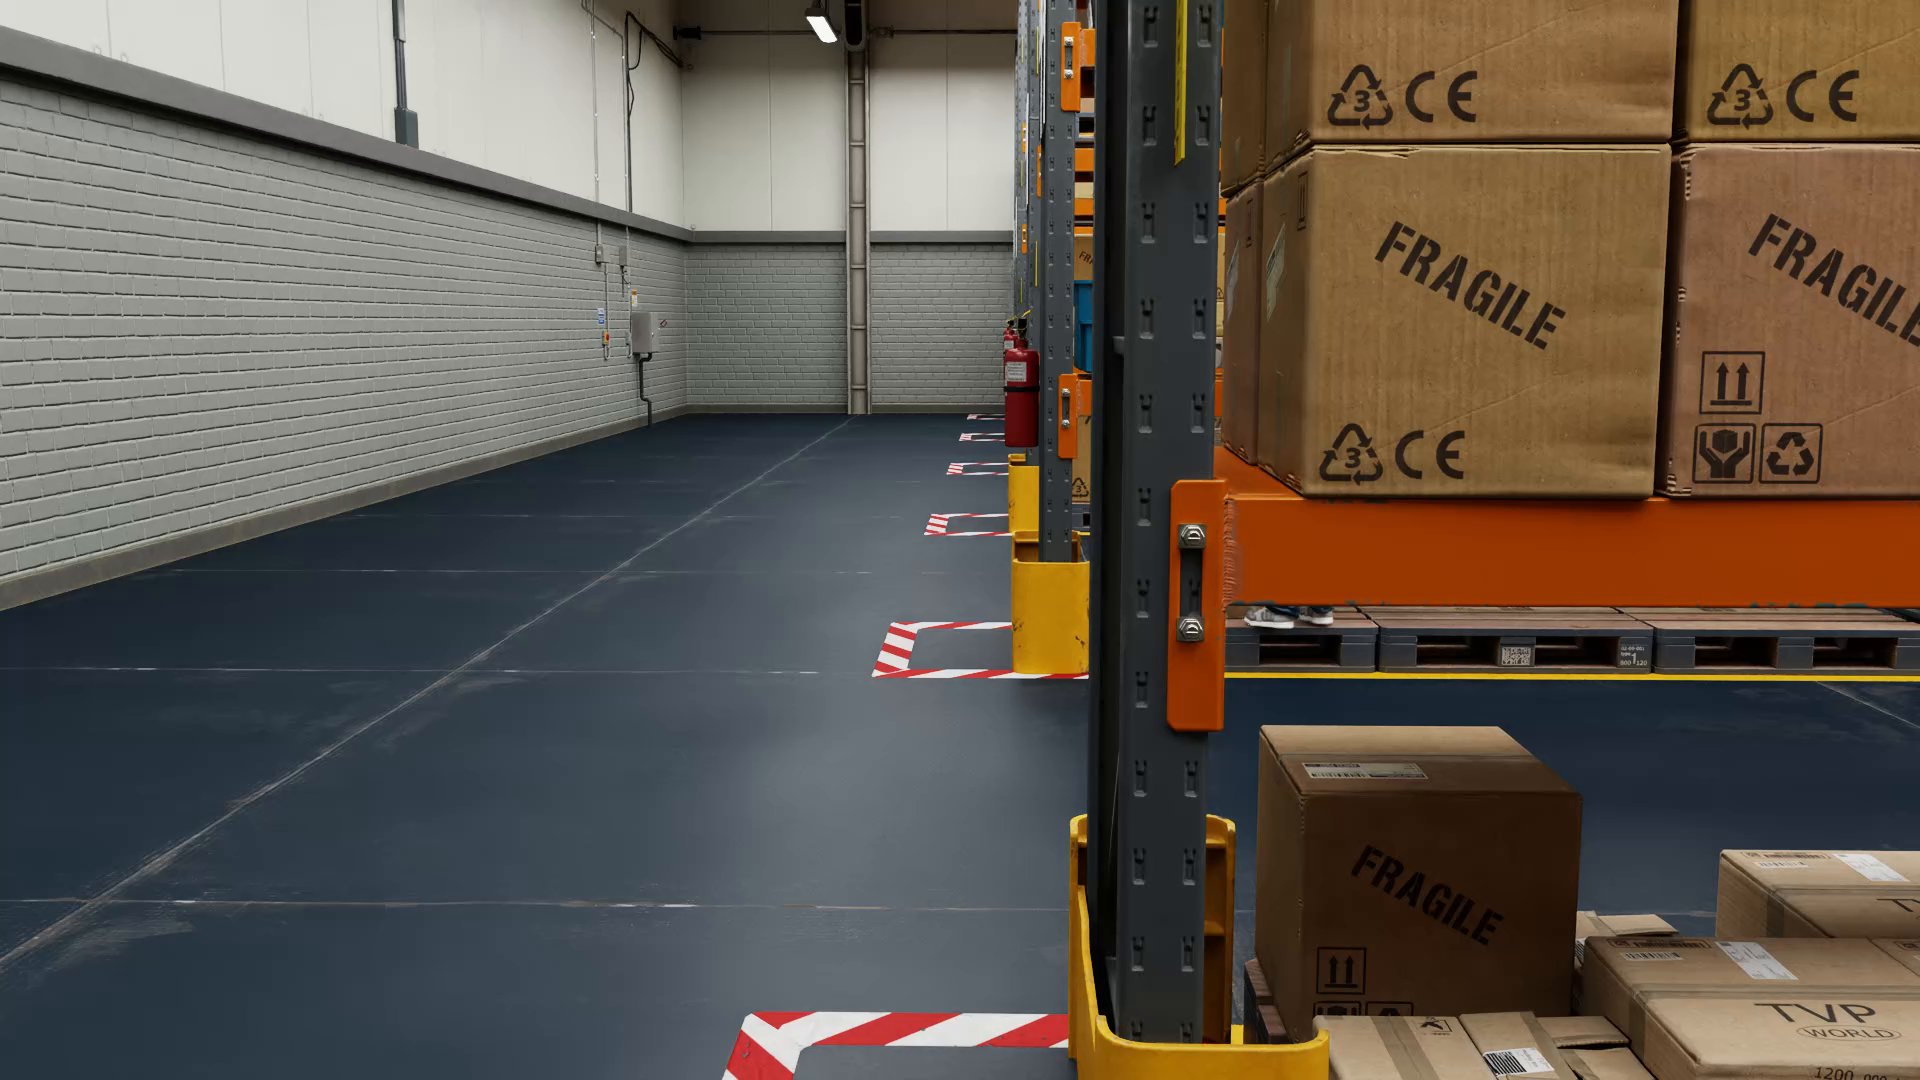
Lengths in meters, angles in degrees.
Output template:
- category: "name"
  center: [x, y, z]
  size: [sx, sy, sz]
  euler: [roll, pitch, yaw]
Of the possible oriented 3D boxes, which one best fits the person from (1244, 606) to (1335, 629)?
- category: "person"
  center: [1.469, -0.401, 7.298]
  size: [0.482, 1.589, 0.347]
  euler: [-4, 9, -29]
